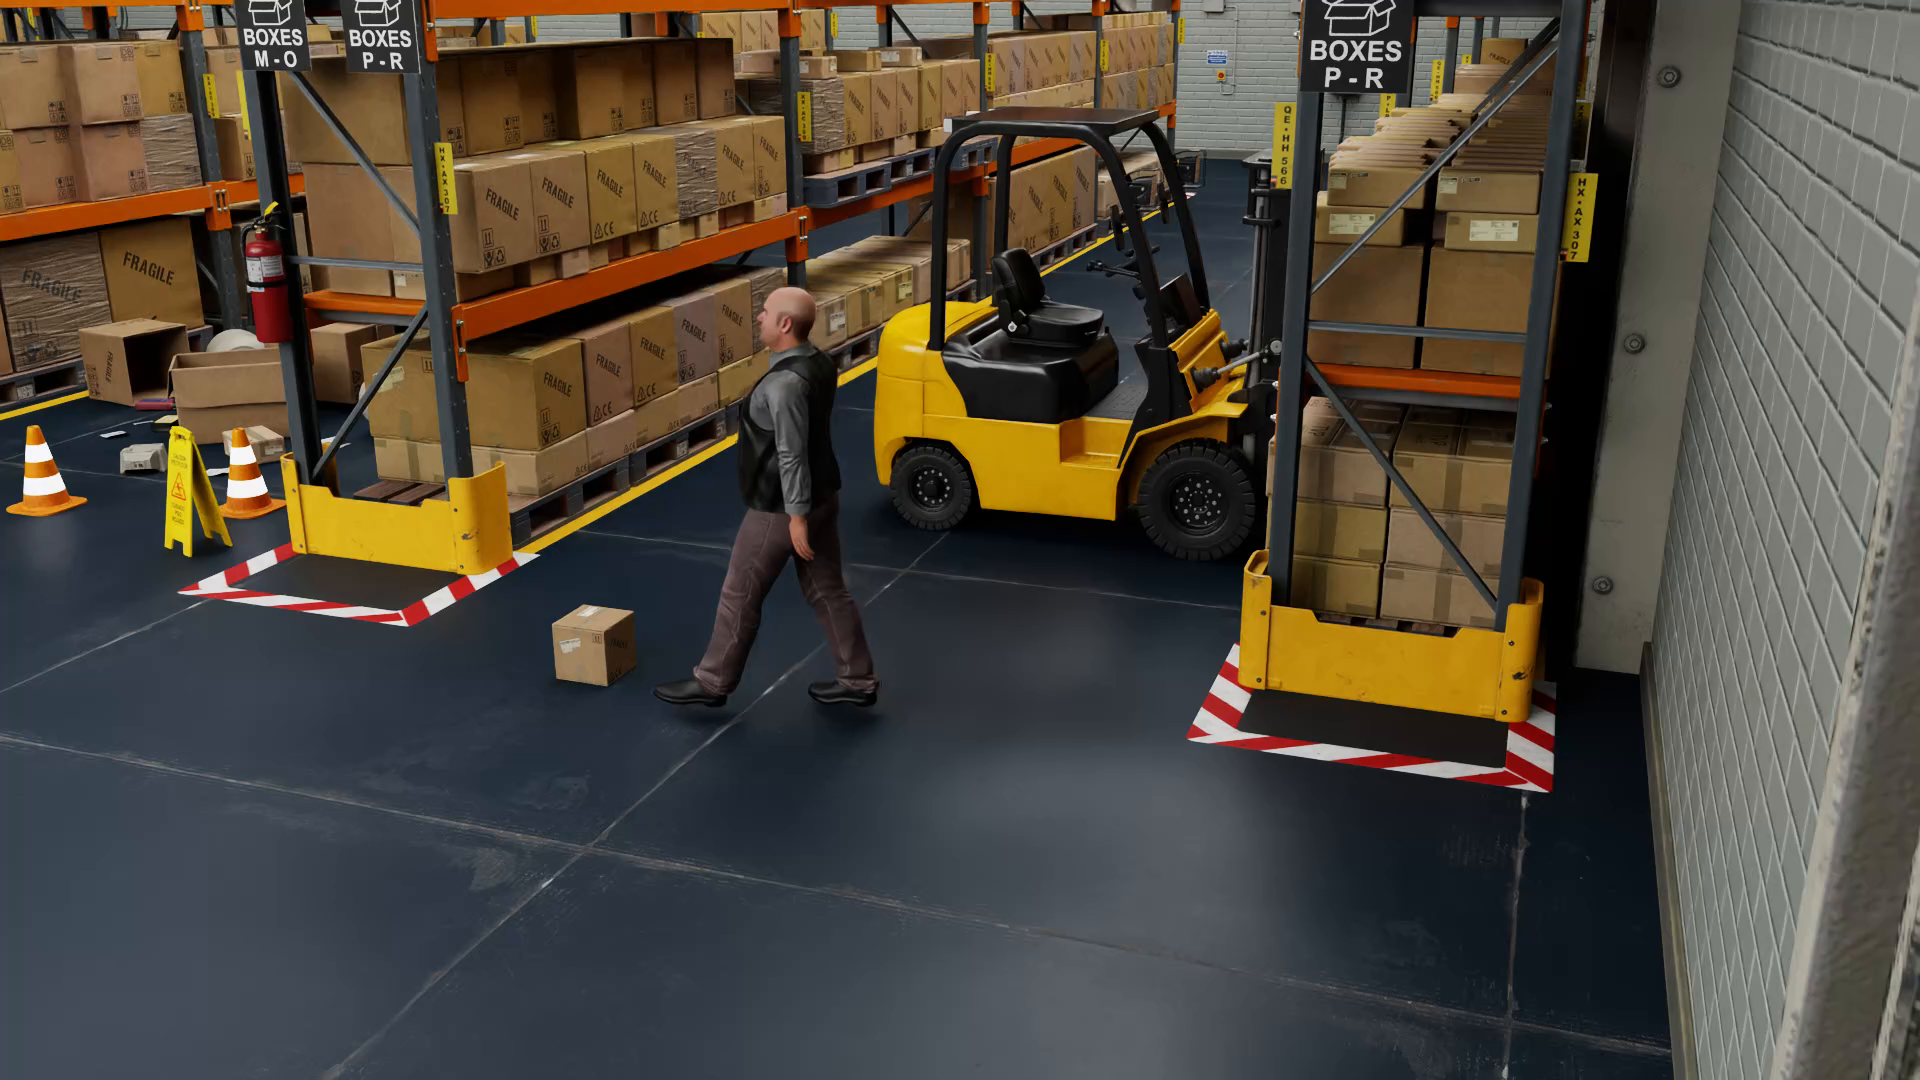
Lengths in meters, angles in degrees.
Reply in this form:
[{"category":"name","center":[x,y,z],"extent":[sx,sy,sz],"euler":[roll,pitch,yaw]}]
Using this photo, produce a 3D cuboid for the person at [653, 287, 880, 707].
[{"category":"person","center":[-0.749,-0.160,6.521],"extent":[0.886,1.684,0.546],"euler":[6,19,17]}]
